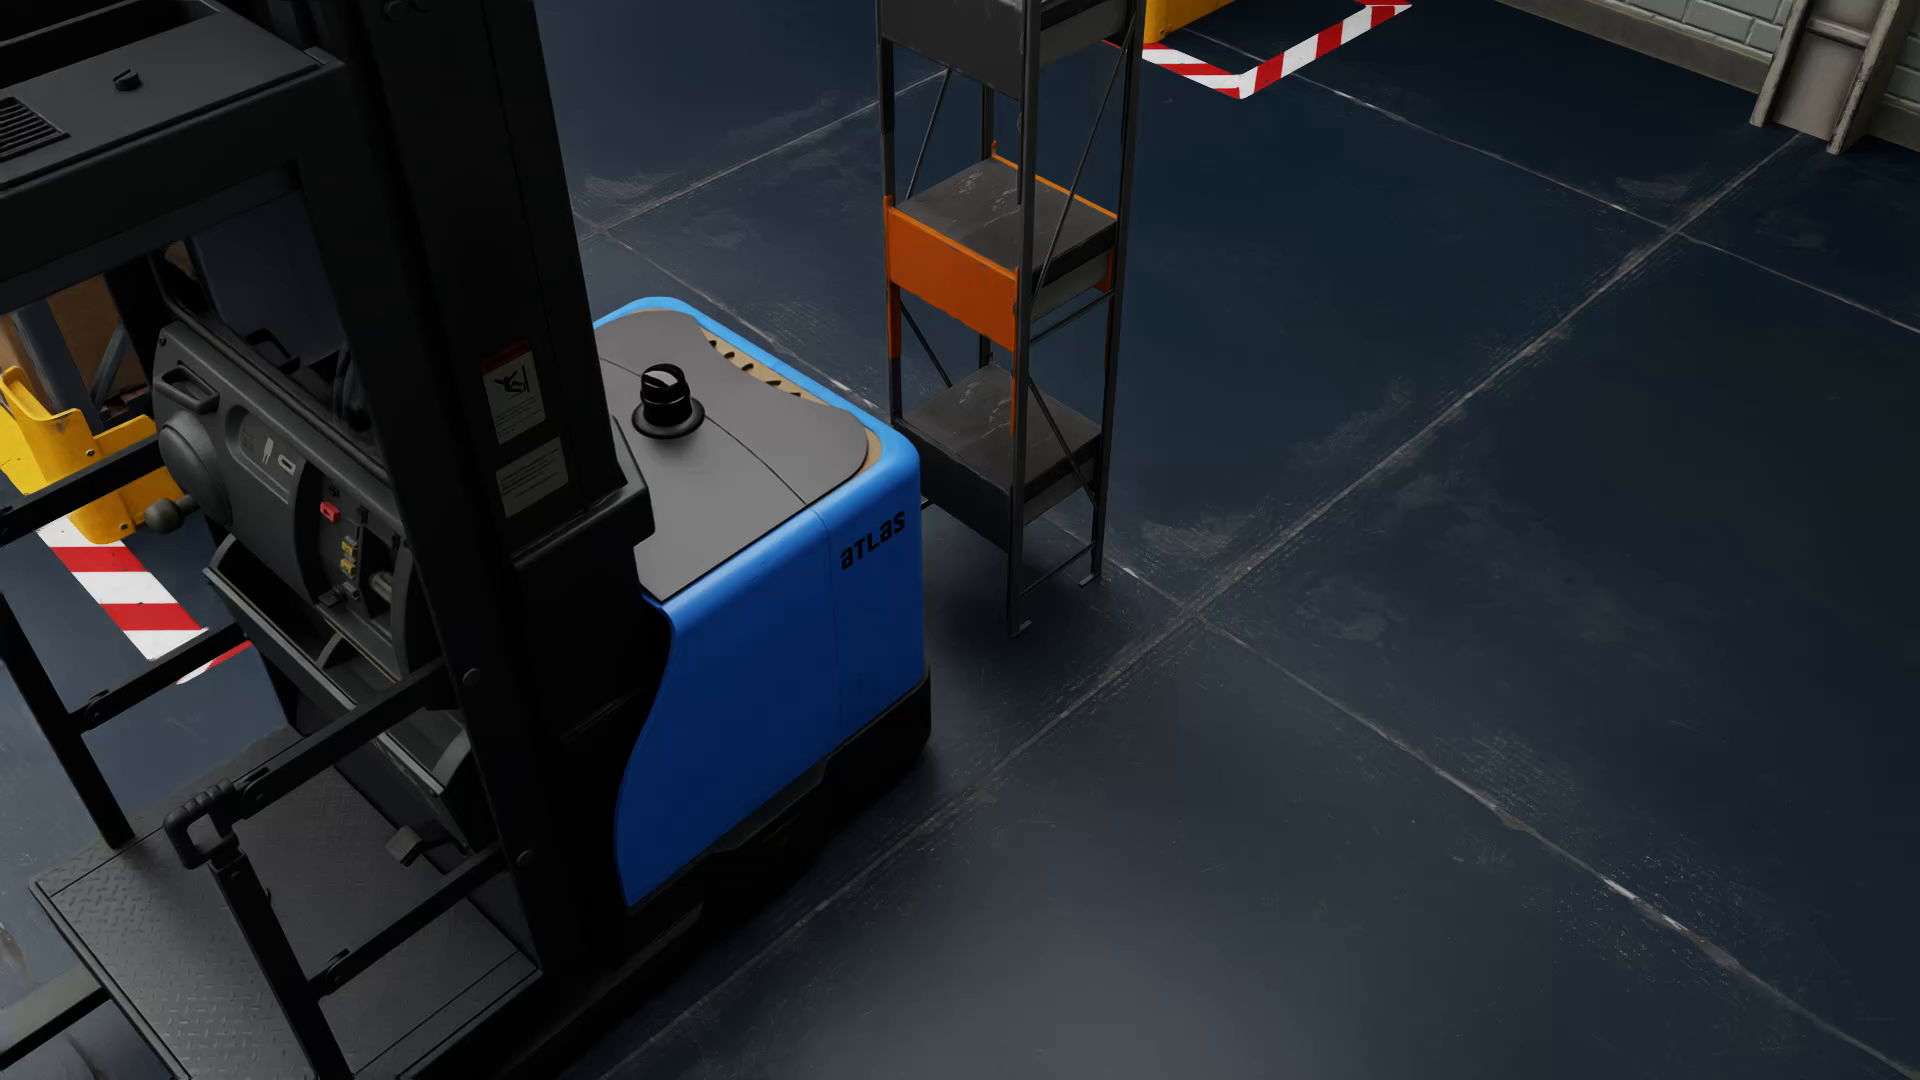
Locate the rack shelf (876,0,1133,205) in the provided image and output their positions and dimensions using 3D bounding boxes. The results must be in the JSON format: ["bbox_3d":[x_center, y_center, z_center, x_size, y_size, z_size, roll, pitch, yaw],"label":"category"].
[{"bbox_3d":[0.117,-1.196,3.986,0.431,0.518,0.480,-34,53,-31],"label":"rack shelf"}]

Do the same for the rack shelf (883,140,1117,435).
[{"bbox_3d":[0.117,-0.682,4.461,0.431,0.518,0.480,-34,53,-31],"label":"rack shelf"}]

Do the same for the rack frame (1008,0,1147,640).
[{"bbox_3d":[0.289,-0.574,4.324,0.400,2.100,0.015,-34,53,-31],"label":"rack frame"}]

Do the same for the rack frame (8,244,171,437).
[{"bbox_3d":[-2.357,-1.395,4.549,1.000,3.000,0.127,-34,53,-31],"label":"rack frame"}]

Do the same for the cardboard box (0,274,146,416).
[{"bbox_3d":[-2.915,-0.782,5.403,0.500,0.500,0.500,-34,53,-31],"label":"cardboard box"}]

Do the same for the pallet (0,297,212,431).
[{"bbox_3d":[-2.974,-0.790,5.949,1.003,0.211,1.213,-34,53,-31],"label":"pallet"}]

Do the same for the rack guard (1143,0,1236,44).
[{"bbox_3d":[1.165,-2.841,7.956,1.175,0.500,0.348,-34,53,-31],"label":"rack guard"}]

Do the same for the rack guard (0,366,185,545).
[{"bbox_3d":[-2.411,-0.513,5.437,1.175,0.500,0.348,-34,53,-31],"label":"rack guard"}]

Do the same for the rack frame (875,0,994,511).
[{"bbox_3d":[-0.055,-0.809,4.578,0.400,2.100,0.015,-34,53,-31],"label":"rack frame"}]

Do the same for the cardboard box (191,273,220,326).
[{"bbox_3d":[-2.409,-0.875,5.763,0.380,0.149,0.250,-34,53,-31],"label":"cardboard box"}]

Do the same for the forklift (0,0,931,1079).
[{"bbox_3d":[-1.453,-0.004,3.094,1.130,2.935,3.031,32,52,30],"label":"forklift"}]

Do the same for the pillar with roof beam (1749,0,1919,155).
[{"bbox_3d":[0.619,-3.028,1.896,9.100,9.000,0.400,-34,53,-31],"label":"pillar with roof beam"}]

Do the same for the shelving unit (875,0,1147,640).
[{"bbox_3d":[0.117,-0.692,4.451,0.431,2.100,0.503,-34,53,-31],"label":"shelving unit"}]

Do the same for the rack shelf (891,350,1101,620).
[{"bbox_3d":[0.117,-0.168,4.936,0.431,0.518,0.480,-34,53,-31],"label":"rack shelf"}]

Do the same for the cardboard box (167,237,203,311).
[{"bbox_3d":[-2.586,-1.002,5.888,0.380,0.166,0.250,-34,53,-31],"label":"cardboard box"}]
